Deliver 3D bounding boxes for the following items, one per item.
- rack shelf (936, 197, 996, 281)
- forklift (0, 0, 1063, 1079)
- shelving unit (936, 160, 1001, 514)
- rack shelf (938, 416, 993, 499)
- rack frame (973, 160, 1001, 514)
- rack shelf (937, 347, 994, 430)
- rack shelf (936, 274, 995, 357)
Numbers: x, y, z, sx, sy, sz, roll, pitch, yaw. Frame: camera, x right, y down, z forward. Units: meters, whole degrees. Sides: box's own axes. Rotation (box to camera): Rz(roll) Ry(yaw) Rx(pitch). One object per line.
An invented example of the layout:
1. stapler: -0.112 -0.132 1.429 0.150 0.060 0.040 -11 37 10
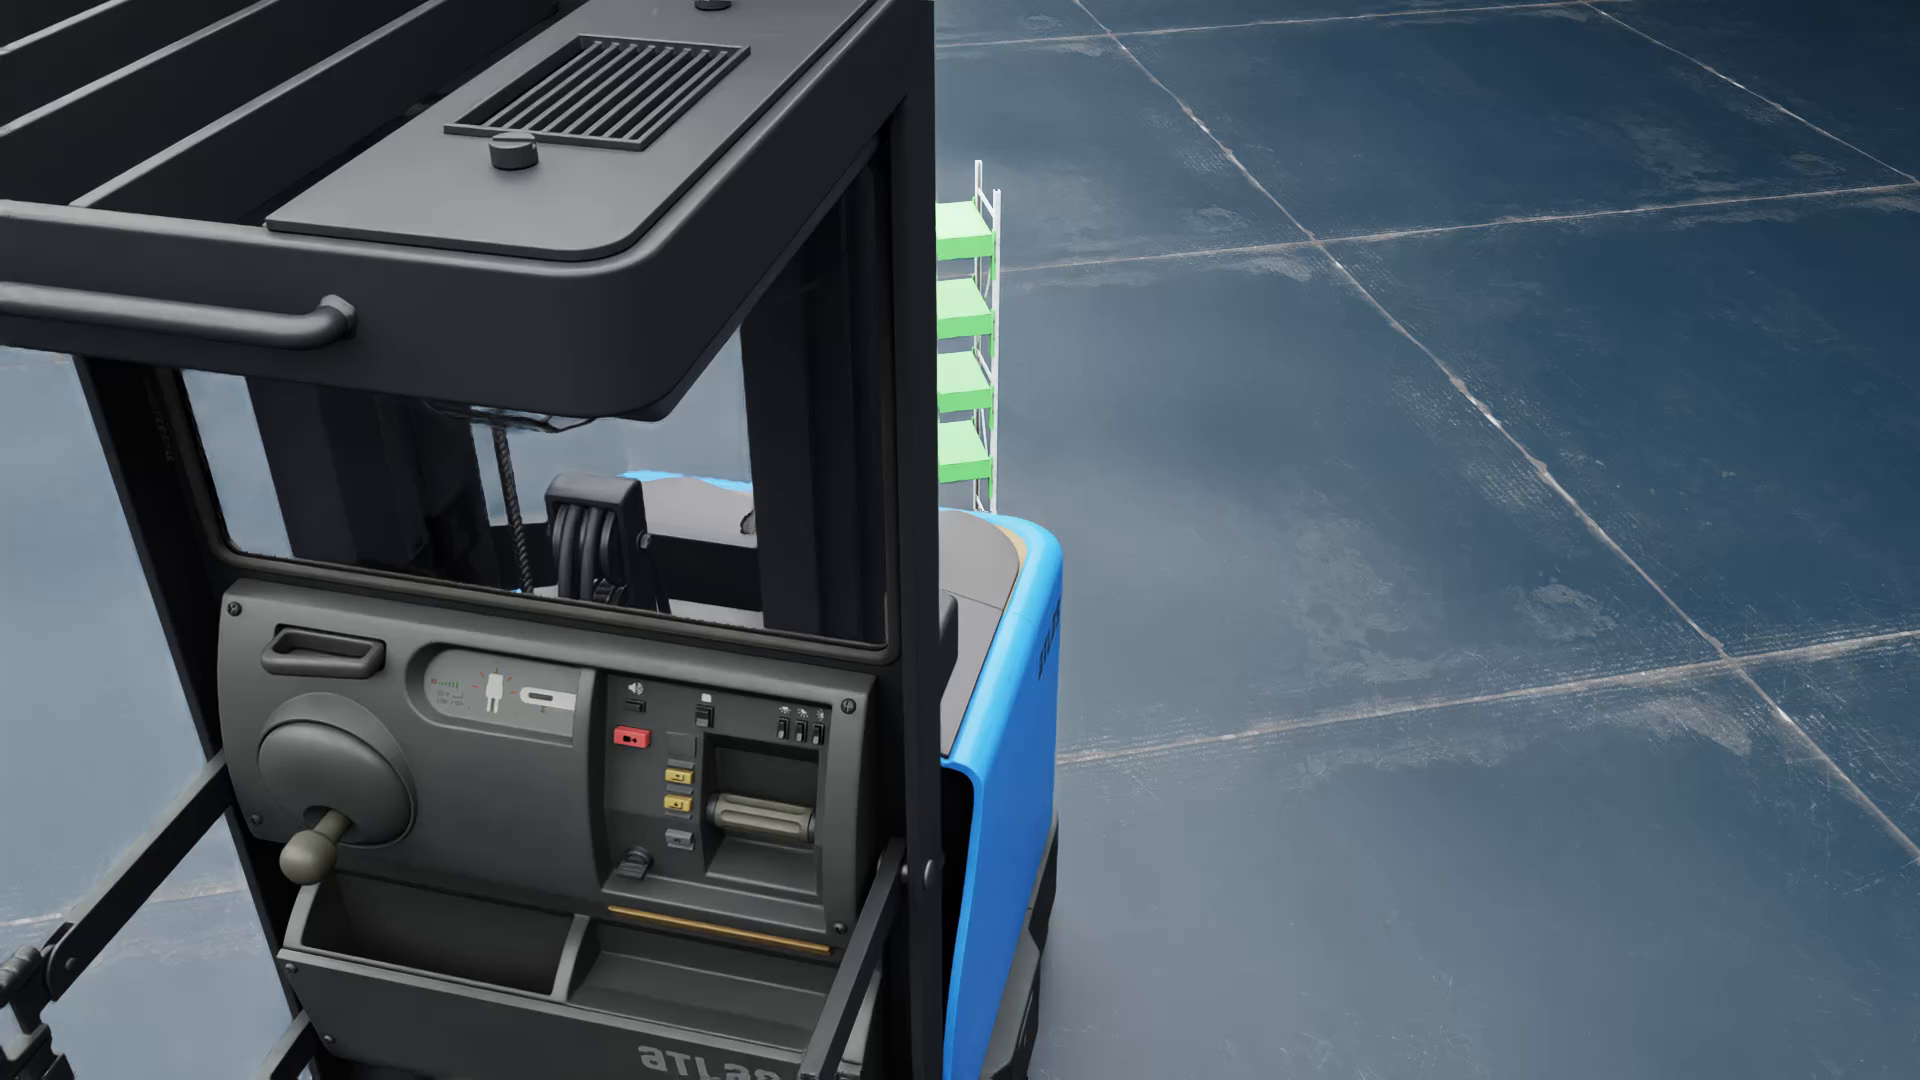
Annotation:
1. rack shelf: -0.161 -0.823 4.653 0.480 0.148 0.258 -7 35 -11
2. forklift: -0.624 0.369 2.070 1.130 2.935 3.031 8 35 11
3. shelving unit: -0.161 -0.478 4.885 0.503 1.200 0.258 -7 35 -11
4. rack shelf: -0.161 -0.226 5.055 0.480 0.148 0.258 -7 35 -11
5. rack frame: 0.077 -0.508 4.930 0.015 1.200 0.240 -7 35 -11
6. rack shelf: -0.161 -0.425 4.921 0.480 0.148 0.258 -7 35 -11
7. rack shelf: -0.161 -0.624 4.787 0.480 0.148 0.258 -7 35 -11
